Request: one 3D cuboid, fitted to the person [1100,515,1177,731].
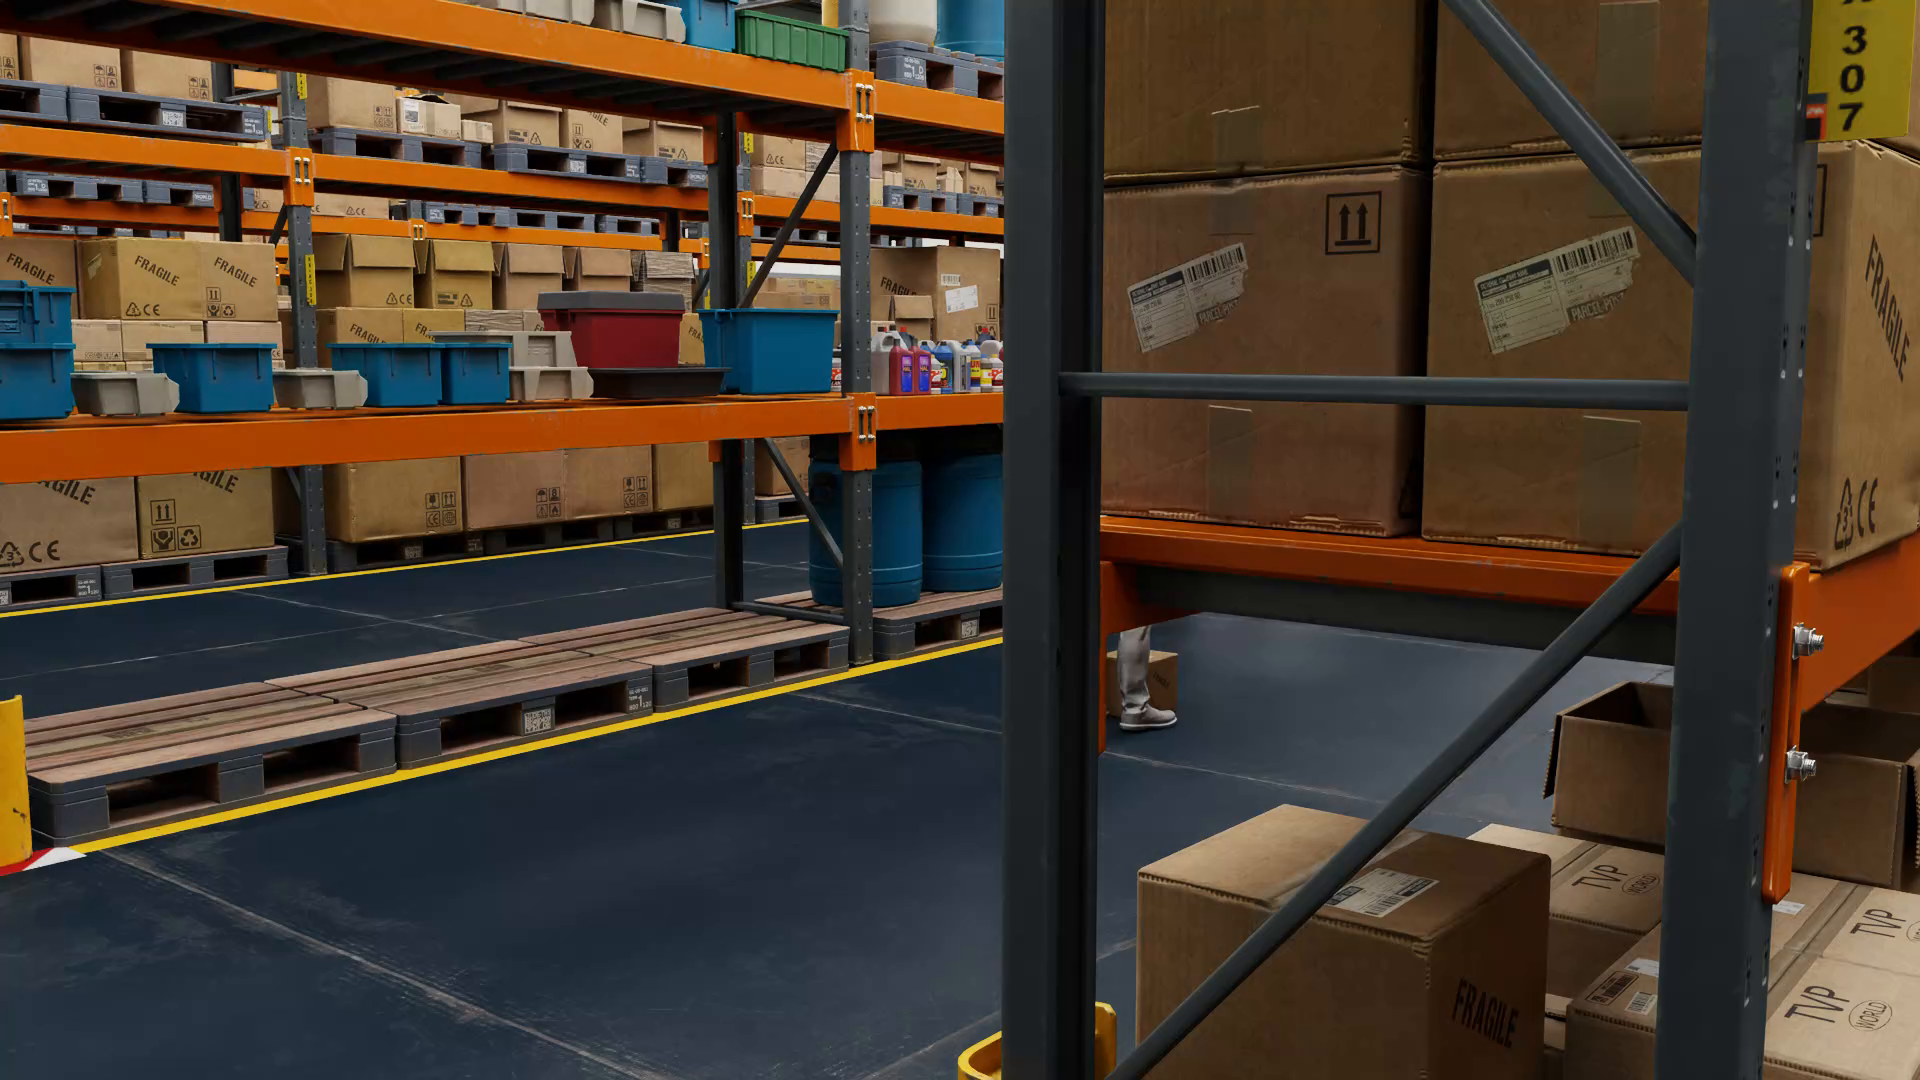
[{"bbox_3d":[0.603,-0.070,6.801,0.547,1.667,0.369,5,8,35],"label":"person"}]
